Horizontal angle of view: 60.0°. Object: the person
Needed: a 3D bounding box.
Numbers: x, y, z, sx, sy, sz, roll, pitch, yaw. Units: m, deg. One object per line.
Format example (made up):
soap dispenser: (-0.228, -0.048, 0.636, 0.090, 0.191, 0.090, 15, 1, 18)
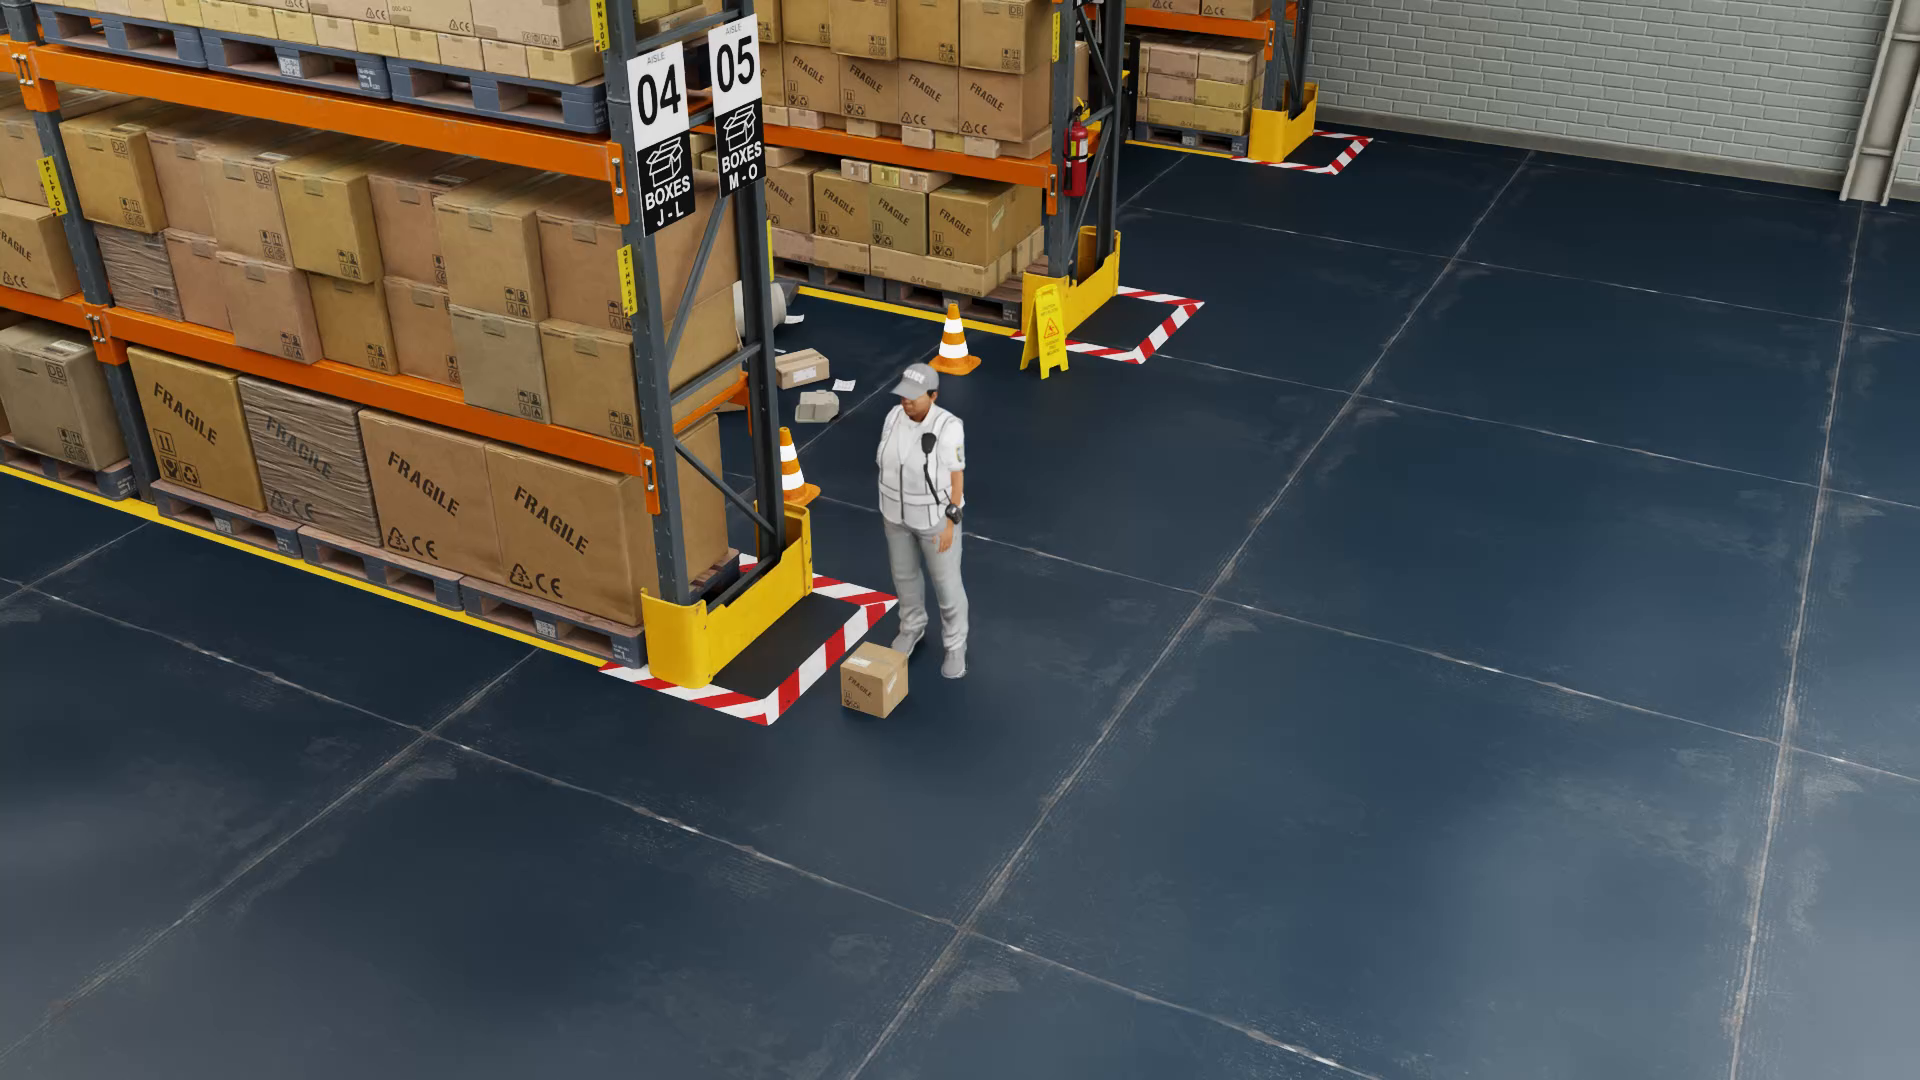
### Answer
person: (-0.185, -0.107, 8.462, 0.518, 1.690, 0.382, 15, 34, 25)
